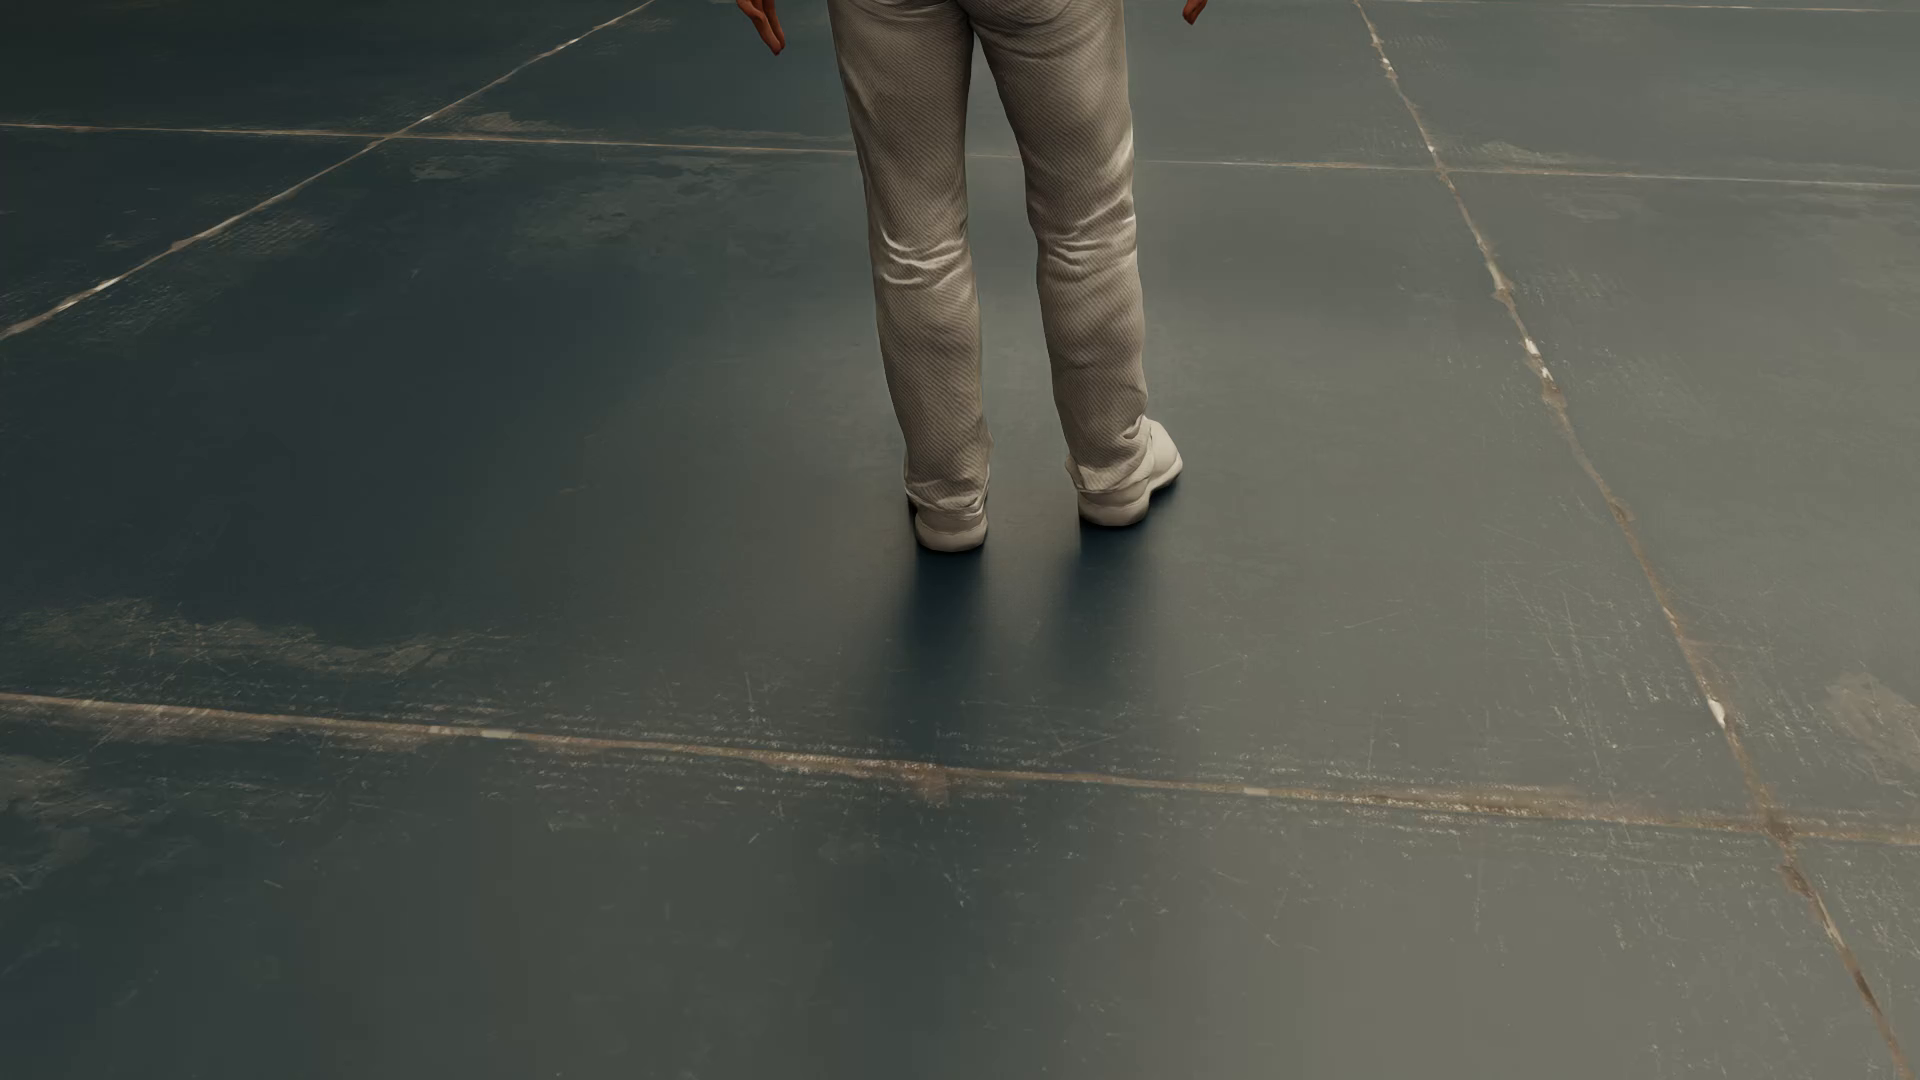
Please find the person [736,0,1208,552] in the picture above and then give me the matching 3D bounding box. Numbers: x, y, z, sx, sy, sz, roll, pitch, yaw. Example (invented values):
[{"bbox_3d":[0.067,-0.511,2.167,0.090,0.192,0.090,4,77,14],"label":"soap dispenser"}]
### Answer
[{"bbox_3d":[0.016,-0.827,2.163,0.665,1.765,0.577,3,27,7],"label":"person"}]
